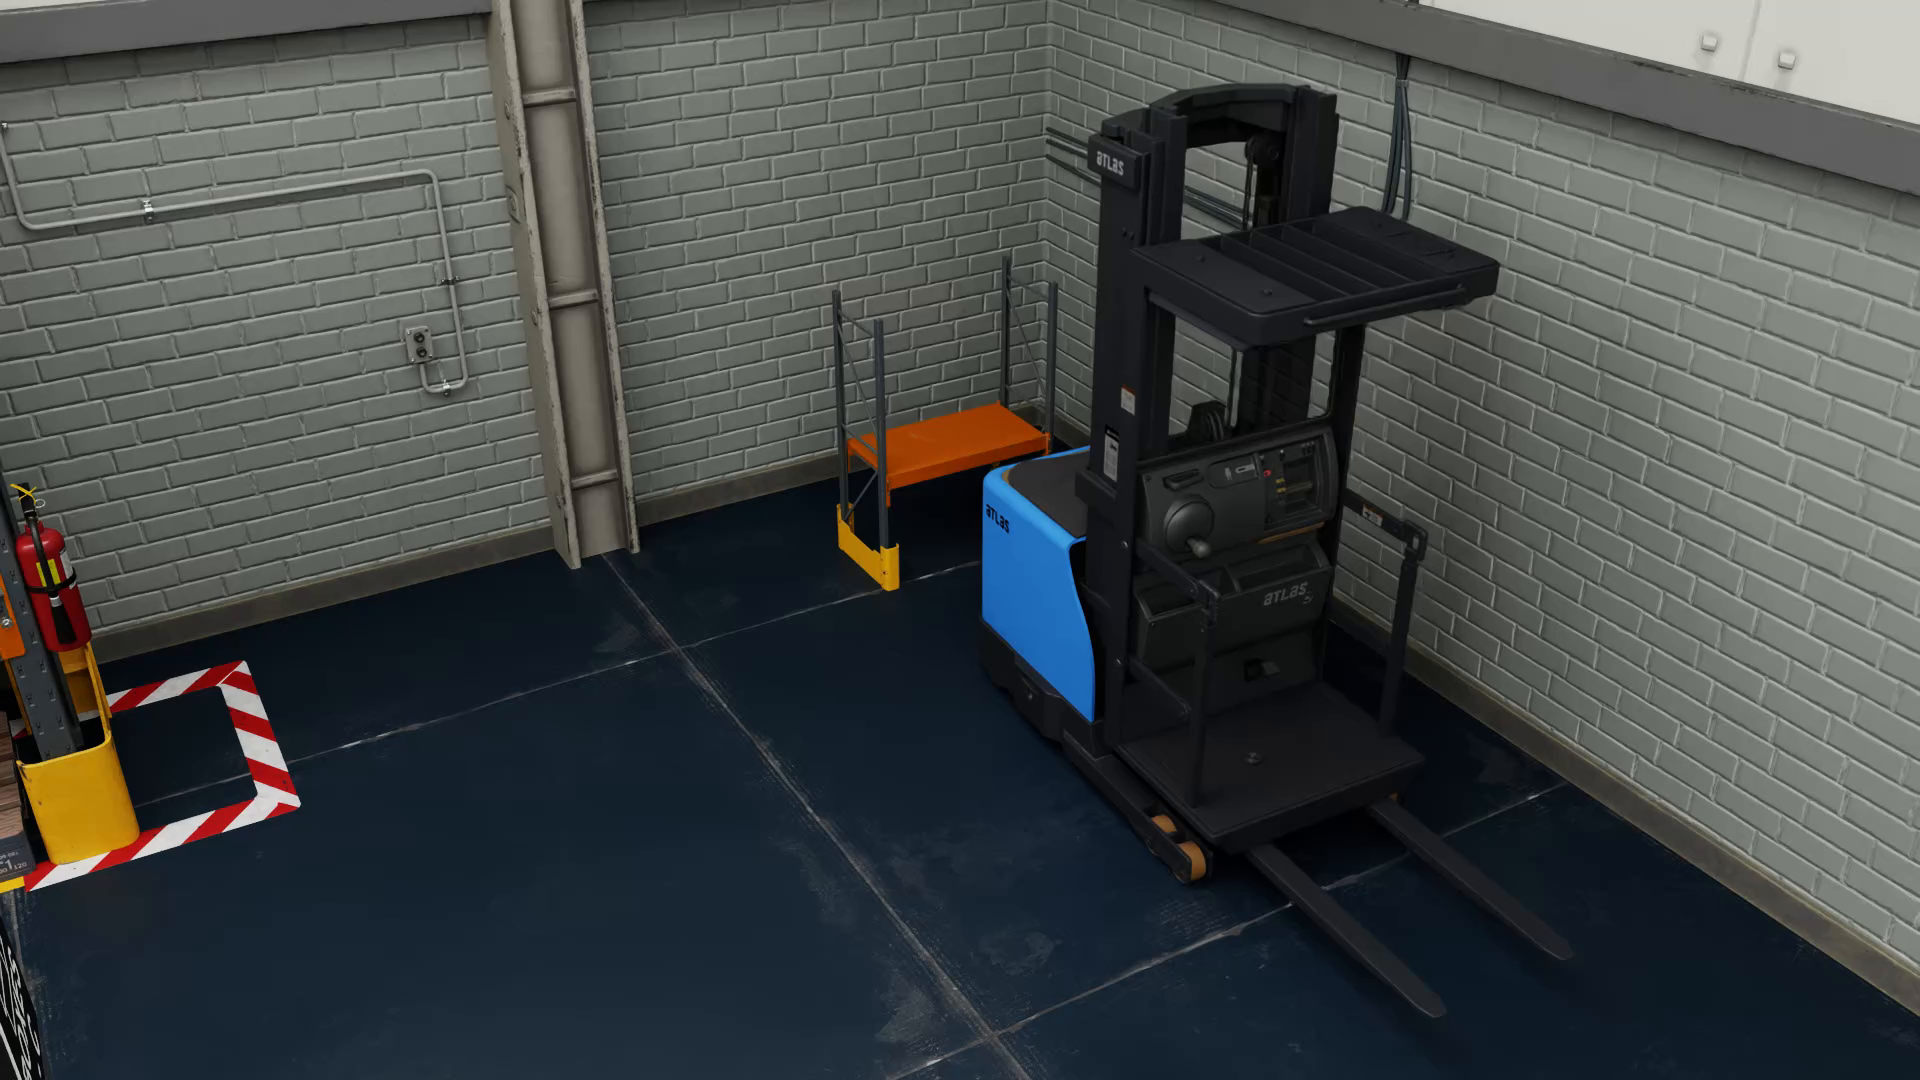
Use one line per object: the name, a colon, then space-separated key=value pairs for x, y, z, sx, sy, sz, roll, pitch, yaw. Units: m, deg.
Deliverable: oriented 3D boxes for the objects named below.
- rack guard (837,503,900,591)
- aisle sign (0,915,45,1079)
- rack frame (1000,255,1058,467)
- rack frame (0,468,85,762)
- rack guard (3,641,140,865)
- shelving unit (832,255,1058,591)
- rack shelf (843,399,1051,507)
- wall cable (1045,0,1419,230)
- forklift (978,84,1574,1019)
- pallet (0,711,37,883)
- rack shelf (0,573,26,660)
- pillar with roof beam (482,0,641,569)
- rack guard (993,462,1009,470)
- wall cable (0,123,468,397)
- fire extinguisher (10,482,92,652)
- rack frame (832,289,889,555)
rack guard: x=-0.495 y=0.031 z=8.935 sx=0.087 sy=0.250 sz=0.587 roll=-16 pitch=33 yaw=-26
aisle sign: x=-1.467 y=0.540 z=2.477 sx=0.004 sy=0.787 sz=0.394 roll=-16 pitch=33 yaw=-26
rack frame: x=0.365 y=-0.760 z=9.075 sx=0.032 sy=1.500 sz=0.500 roll=-16 pitch=33 yaw=-26
rack frame: x=-3.890 y=-0.246 z=6.591 sx=0.127 sy=3.000 sz=1.000 roll=-16 pitch=33 yaw=-26
rack guard: x=-3.869 y=0.843 z=7.205 sx=0.348 sy=0.500 sz=1.175 roll=-16 pitch=33 yaw=-26
shelving unit: x=-0.066 y=-0.638 z=8.854 sx=1.083 sy=1.500 sz=0.587 roll=-16 pitch=33 yaw=-26
rack shelf: x=-0.074 y=-0.478 z=8.937 sx=1.000 sy=0.185 sz=0.538 roll=-16 pitch=33 yaw=-26
wall cable: x=1.168 y=-2.748 z=8.130 sx=0.112 sy=2.526 sz=3.097 roll=-16 pitch=33 yaw=-26
forklift: x=1.229 y=-0.146 z=6.481 sx=1.130 sy=2.935 sz=3.031 roll=-15 pitch=32 yaw=-24
pallet: x=-4.539 y=1.204 z=6.851 sx=1.213 sy=0.211 sz=1.003 roll=-16 pitch=33 yaw=-26
rack shelf: x=-5.614 y=0.559 z=5.877 sx=4.000 sy=0.370 sz=1.077 roll=-16 pitch=33 yaw=-26
pillar with roof beam: x=0.181 y=-2.100 z=3.742 sx=0.400 sy=9.000 sz=9.100 roll=-16 pitch=33 yaw=-26
rack guard: x=0.364 y=-0.213 z=9.377 sx=0.087 sy=0.250 sz=0.587 roll=-16 pitch=33 yaw=-26
wall cable: x=-3.265 y=-1.398 z=7.627 sx=1.851 sy=1.984 sz=0.084 roll=-16 pitch=33 yaw=-26
fire extinguisher: x=-3.526 y=0.107 z=6.418 sx=0.183 sy=0.674 sz=0.296 roll=-16 pitch=33 yaw=-26
rack frame: x=-0.512 y=-0.511 z=8.624 sx=0.032 sy=1.500 sz=0.500 roll=-16 pitch=33 yaw=-26
